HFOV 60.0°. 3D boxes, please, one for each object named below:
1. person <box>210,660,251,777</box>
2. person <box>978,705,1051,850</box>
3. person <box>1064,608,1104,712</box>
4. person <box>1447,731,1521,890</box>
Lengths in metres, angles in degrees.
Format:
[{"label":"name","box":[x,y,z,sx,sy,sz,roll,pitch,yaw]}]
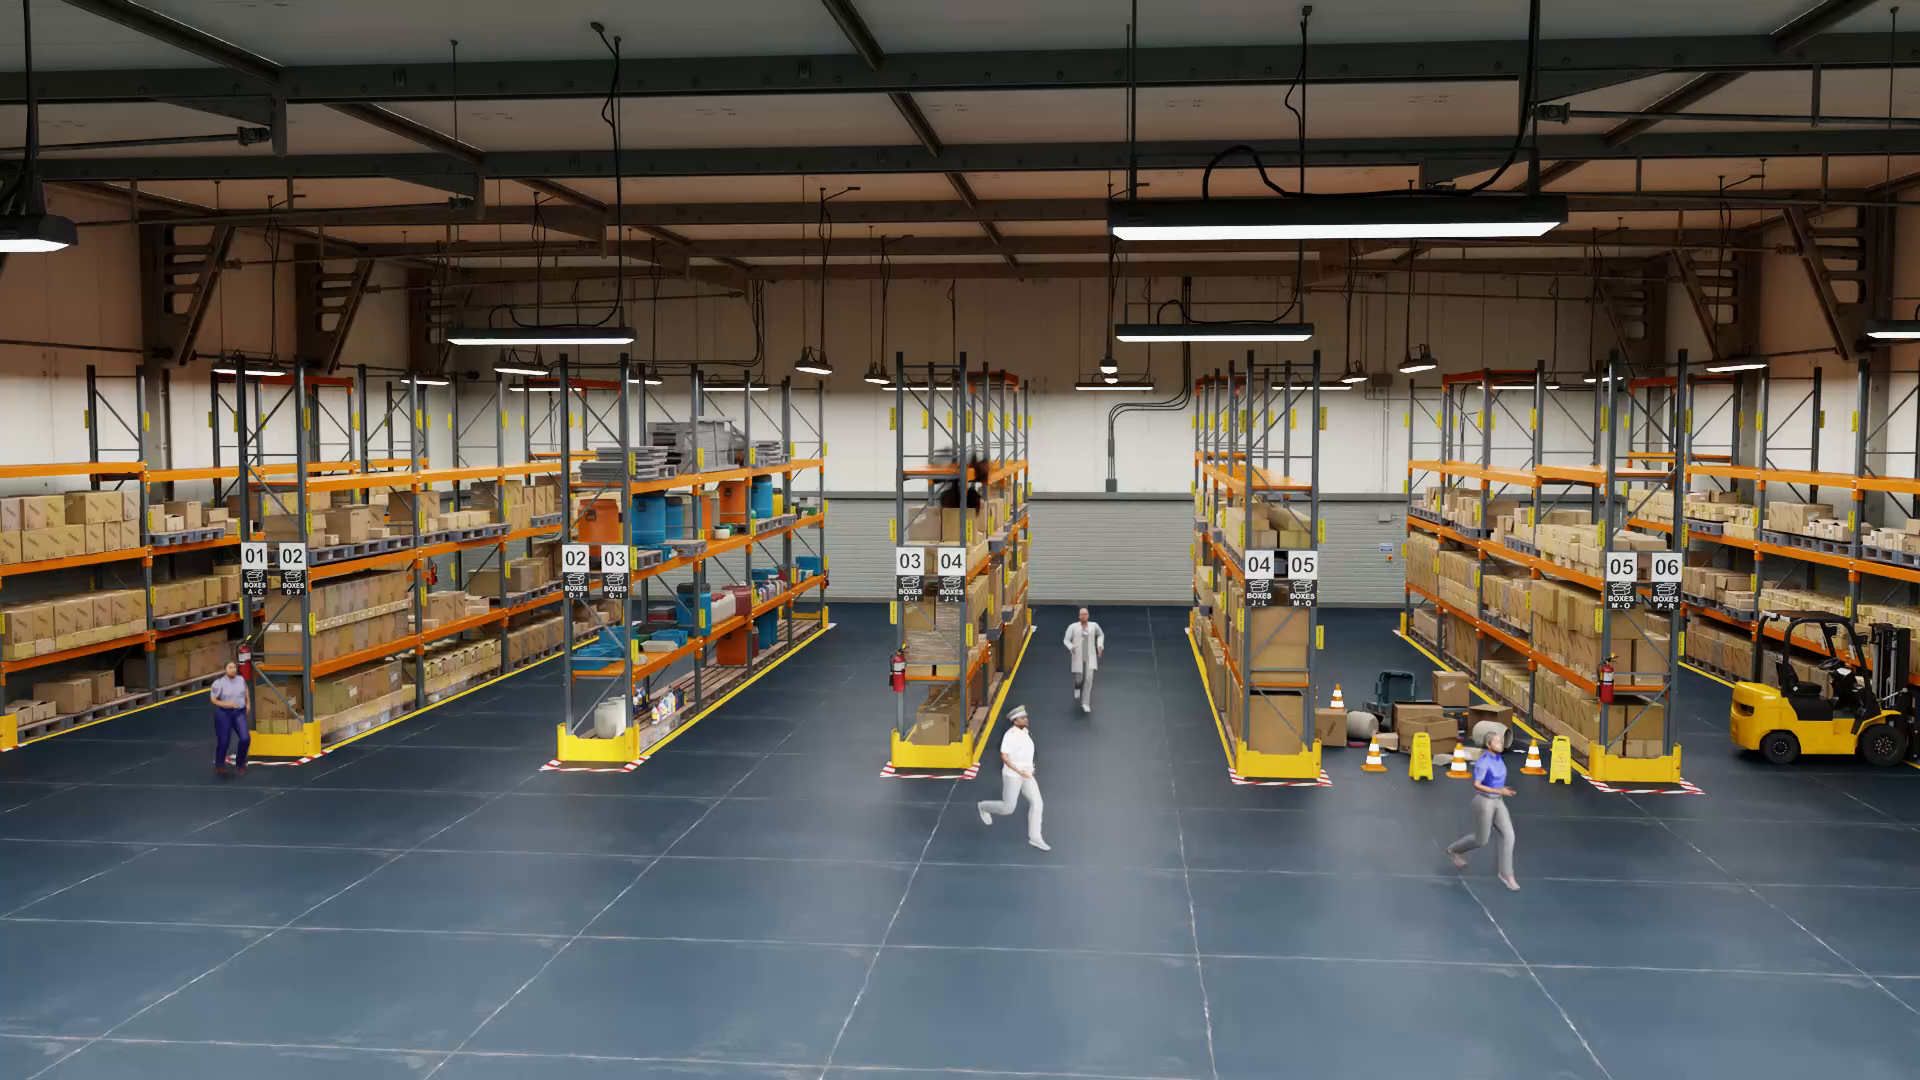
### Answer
[{"label":"person","box":[-10.273,2.545,23.482,0.707,1.696,0.621,4,6,43]},{"label":"person","box":[0.657,2.792,19.716,0.982,1.694,0.555,3,5,40]},{"label":"person","box":[2.180,2.075,29.117,0.724,1.765,0.957,0,4,-1]},{"label":"person","box":[5.716,2.915,18.101,0.608,1.701,0.894,-4,5,-41]}]
